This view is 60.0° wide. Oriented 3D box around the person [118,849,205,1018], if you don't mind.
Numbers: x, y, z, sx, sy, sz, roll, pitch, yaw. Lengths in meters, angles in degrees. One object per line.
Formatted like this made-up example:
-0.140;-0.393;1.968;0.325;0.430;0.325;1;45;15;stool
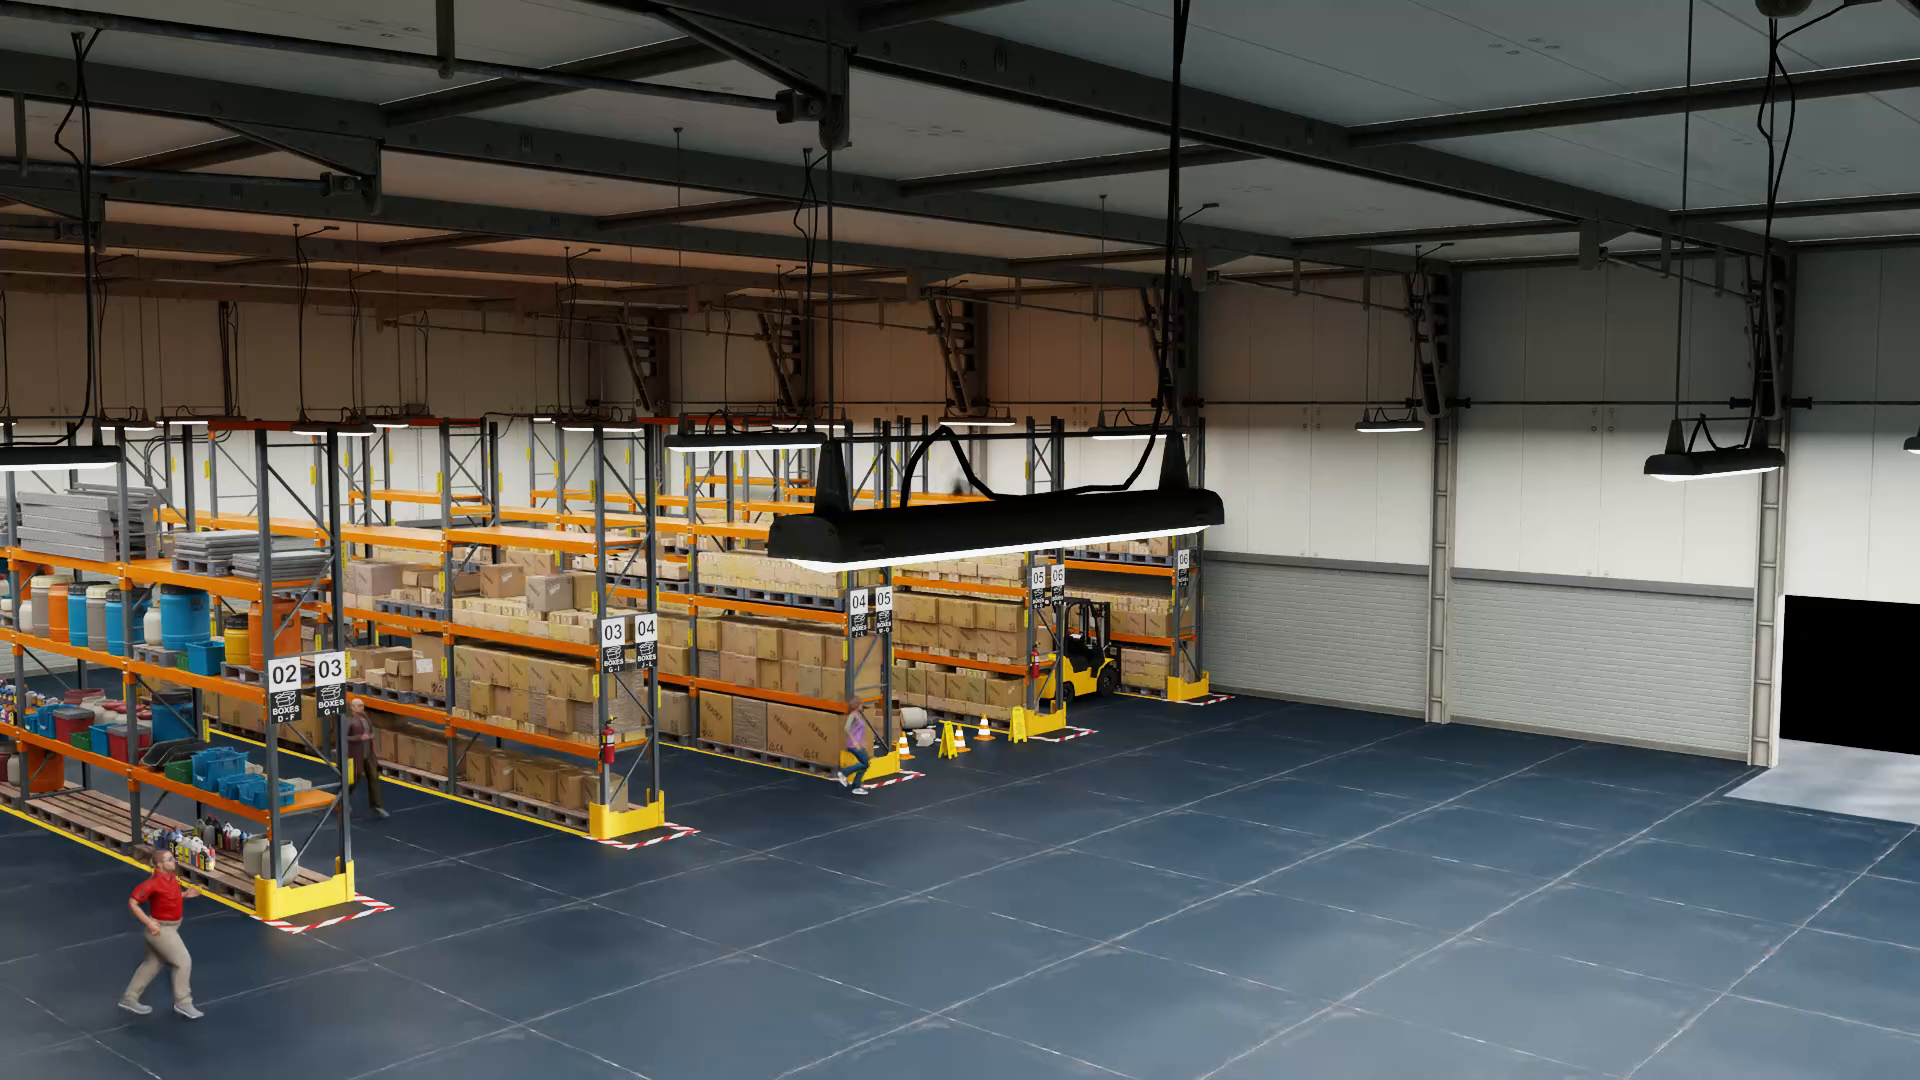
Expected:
-8.226;4.063;17.098;0.797;1.800;0.630;-2;5;-21;person

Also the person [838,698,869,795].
-1.708;3.330;26.972;0.503;1.523;0.570;0;5;4;person

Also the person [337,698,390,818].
-9.151;3.309;25.339;0.981;1.804;0.698;3;5;29;person
